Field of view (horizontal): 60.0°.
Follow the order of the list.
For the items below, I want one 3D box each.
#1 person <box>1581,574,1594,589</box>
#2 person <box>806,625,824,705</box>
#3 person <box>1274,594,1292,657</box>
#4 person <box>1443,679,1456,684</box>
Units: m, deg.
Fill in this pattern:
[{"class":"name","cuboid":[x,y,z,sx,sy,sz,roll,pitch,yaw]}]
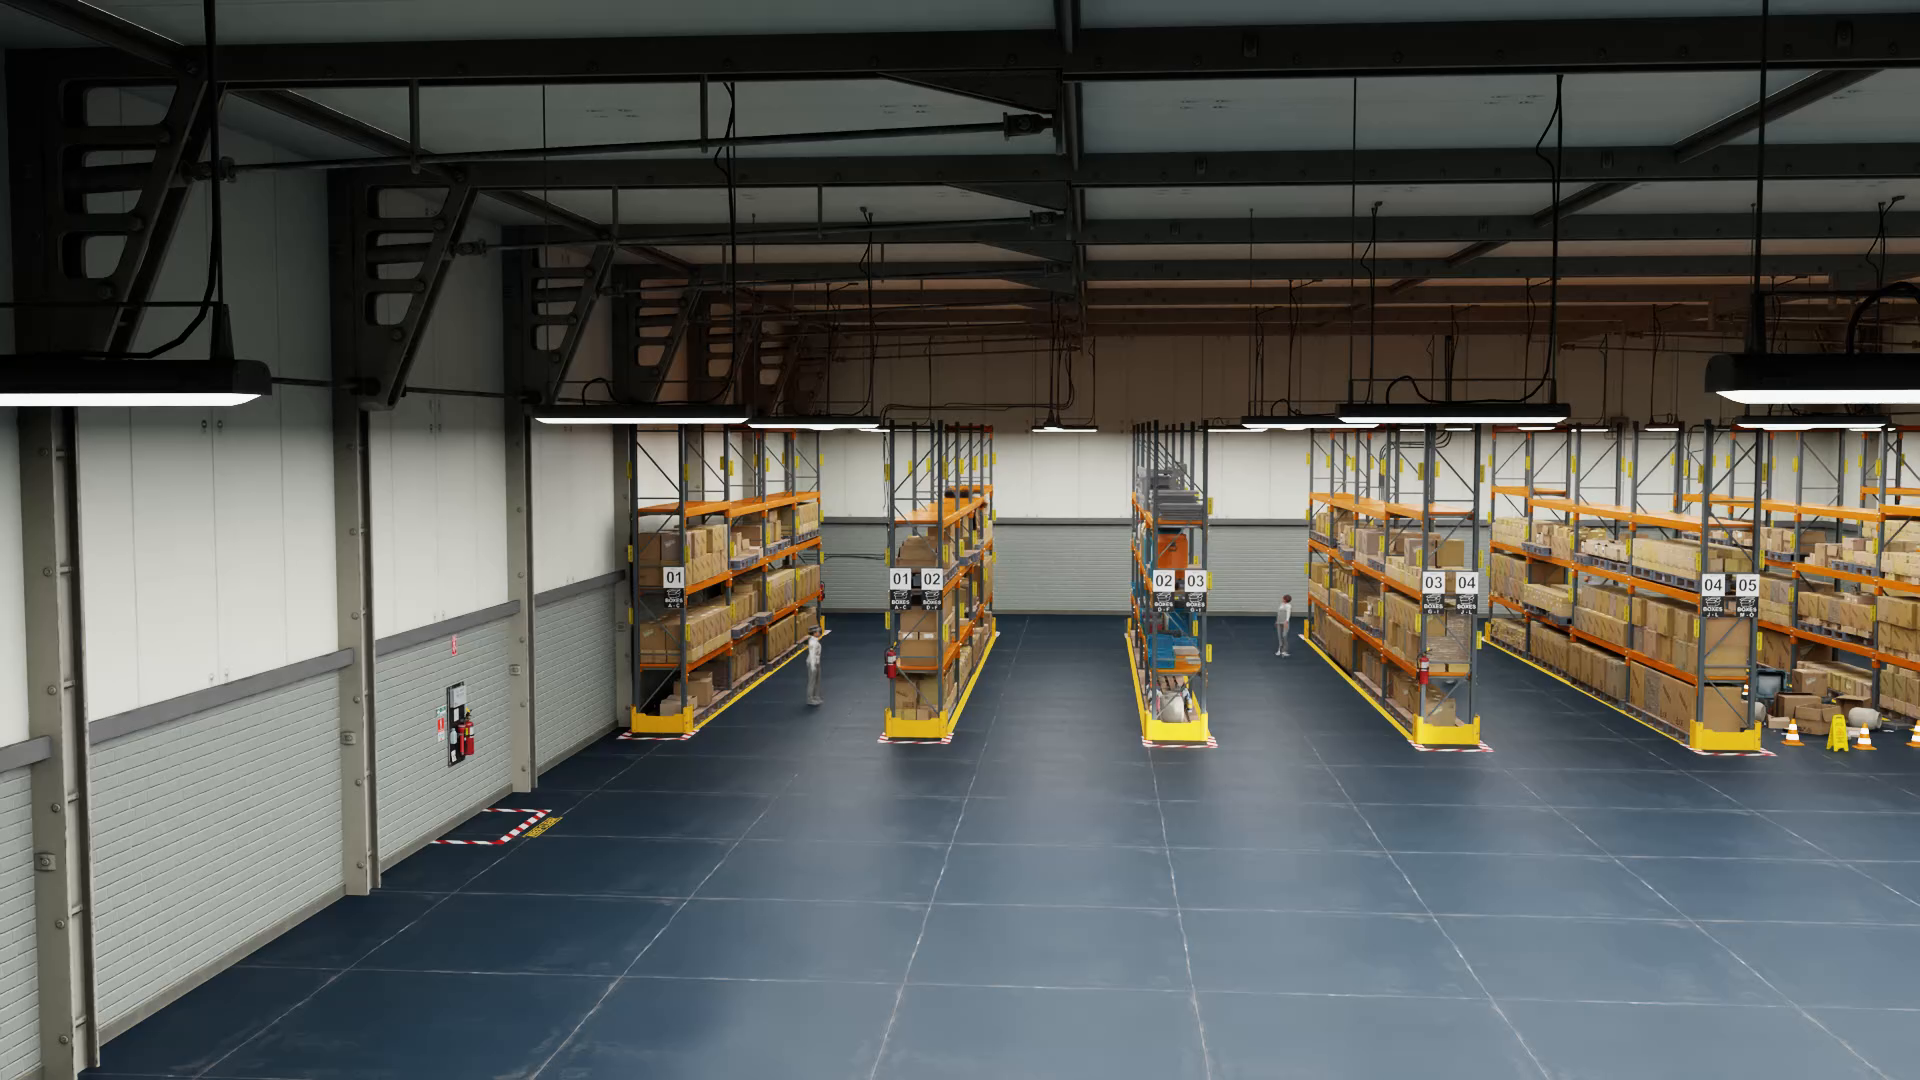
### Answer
[{"class":"person","cuboid":[18.609,1.794,49.166,0.775,1.610,0.505,0,4,-3]},{"class":"person","cuboid":[-3.084,2.670,35.380,0.381,1.724,0.562,0,4,1]},{"class":"person","cuboid":[8.356,2.210,43.136,0.448,1.625,0.472,-2,4,-34]},{"class":"person","cuboid":[11.350,2.434,38.426,0.489,1.789,0.615,-2,4,-26]}]
